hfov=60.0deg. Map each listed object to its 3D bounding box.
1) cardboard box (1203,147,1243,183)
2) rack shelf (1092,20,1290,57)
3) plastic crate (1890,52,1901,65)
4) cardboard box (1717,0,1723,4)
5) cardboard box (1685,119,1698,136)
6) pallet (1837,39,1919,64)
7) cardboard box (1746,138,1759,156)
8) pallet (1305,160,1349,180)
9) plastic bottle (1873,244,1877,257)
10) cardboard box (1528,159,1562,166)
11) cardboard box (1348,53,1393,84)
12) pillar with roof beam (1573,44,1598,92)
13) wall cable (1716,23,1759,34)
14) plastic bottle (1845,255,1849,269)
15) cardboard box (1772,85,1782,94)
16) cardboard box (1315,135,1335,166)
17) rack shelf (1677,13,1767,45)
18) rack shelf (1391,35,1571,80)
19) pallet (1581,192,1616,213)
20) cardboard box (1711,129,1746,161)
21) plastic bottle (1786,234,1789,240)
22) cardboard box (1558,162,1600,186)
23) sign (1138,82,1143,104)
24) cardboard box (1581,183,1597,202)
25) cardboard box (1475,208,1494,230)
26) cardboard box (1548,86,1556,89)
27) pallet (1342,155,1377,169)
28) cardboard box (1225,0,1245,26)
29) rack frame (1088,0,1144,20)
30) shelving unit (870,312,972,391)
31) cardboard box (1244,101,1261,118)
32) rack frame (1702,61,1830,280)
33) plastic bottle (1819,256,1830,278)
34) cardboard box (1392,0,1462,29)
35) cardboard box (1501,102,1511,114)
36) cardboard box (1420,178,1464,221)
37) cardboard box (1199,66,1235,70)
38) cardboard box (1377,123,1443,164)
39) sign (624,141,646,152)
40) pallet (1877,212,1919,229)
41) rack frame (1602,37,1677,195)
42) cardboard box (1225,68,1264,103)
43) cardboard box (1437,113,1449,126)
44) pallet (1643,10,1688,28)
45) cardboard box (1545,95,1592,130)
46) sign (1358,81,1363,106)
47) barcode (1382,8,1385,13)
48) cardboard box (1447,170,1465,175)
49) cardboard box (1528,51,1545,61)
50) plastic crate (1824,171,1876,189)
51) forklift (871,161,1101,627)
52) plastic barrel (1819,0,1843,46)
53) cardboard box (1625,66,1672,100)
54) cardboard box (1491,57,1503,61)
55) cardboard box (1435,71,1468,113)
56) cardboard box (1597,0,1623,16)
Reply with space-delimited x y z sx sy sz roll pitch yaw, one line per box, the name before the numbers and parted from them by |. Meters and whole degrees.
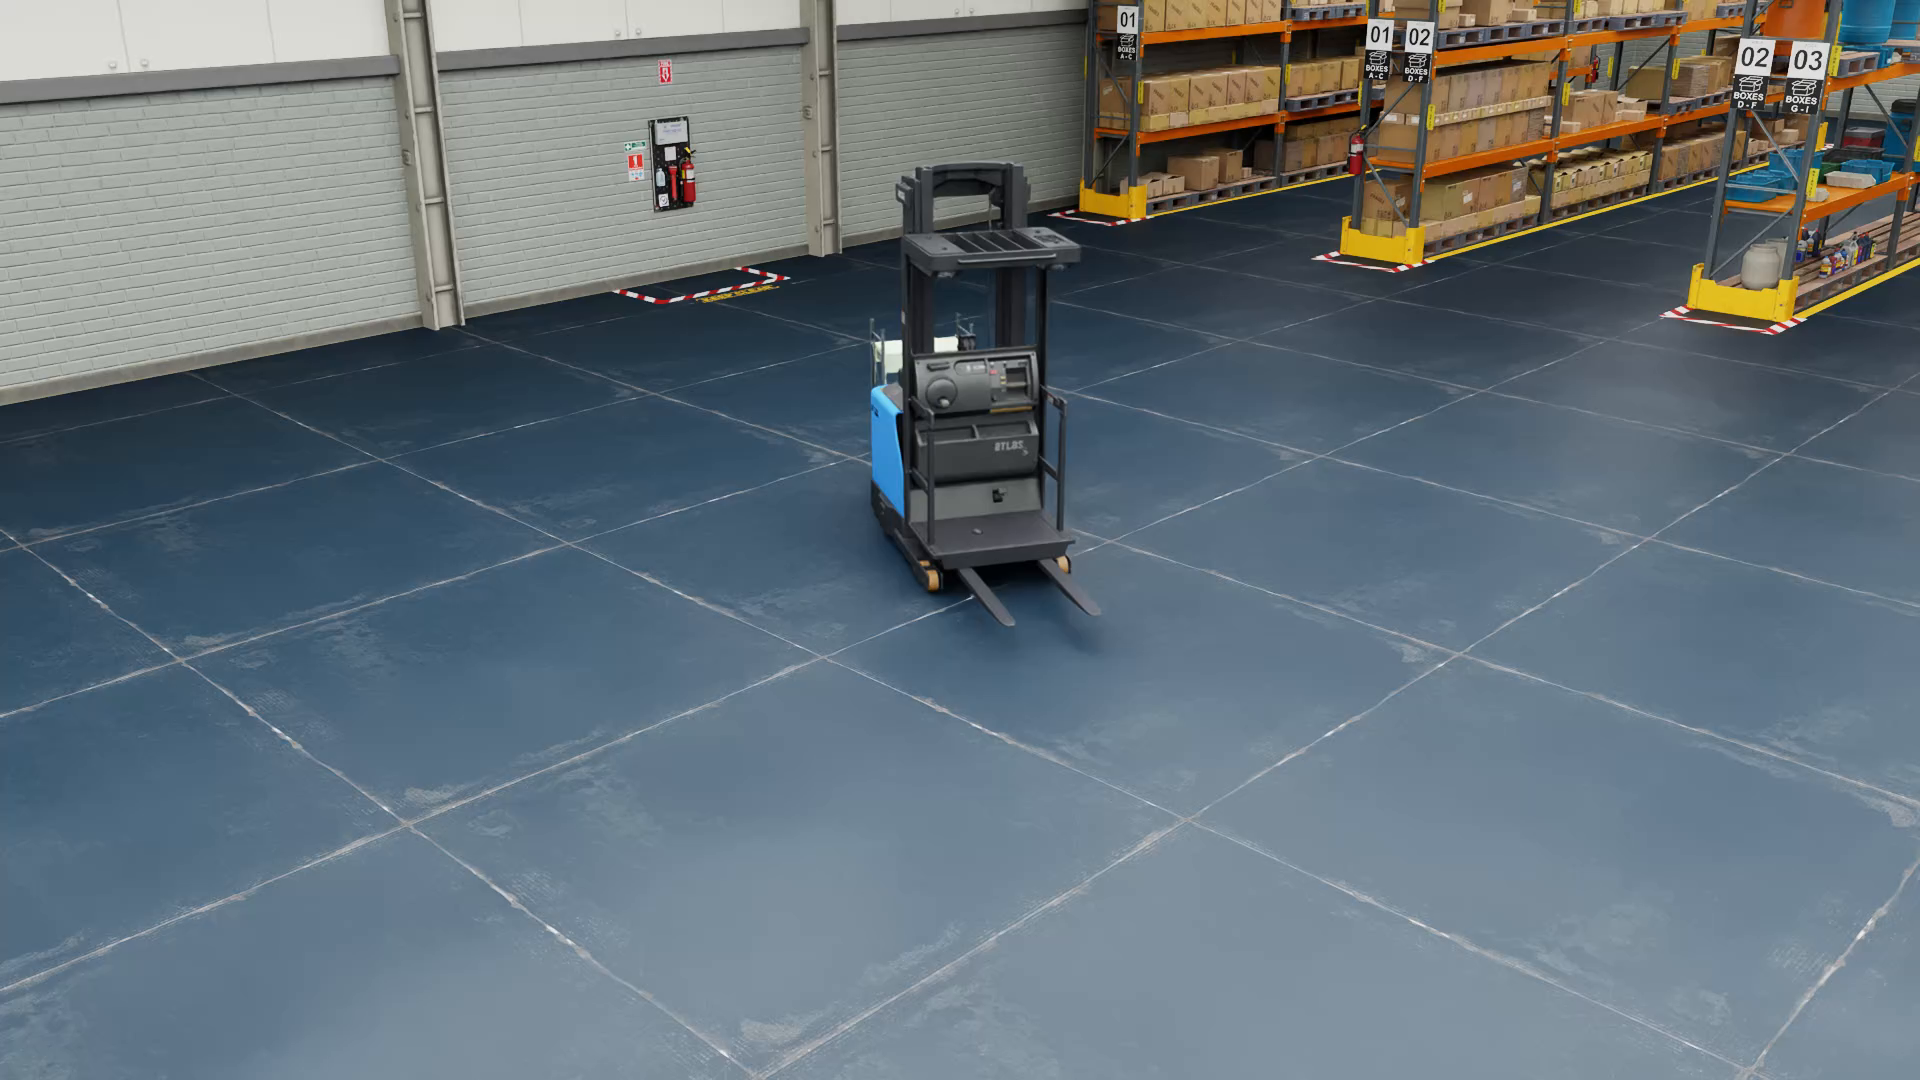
cardboard box | 4.487 -6.419 28.466 0.500 0.500 0.500 17 27 37
rack shelf | 3.788 -8.208 27.070 1.077 0.370 4.000 19 28 41
plastic crate | 11.451 -5.941 20.538 0.243 0.136 0.396 19 28 41
cardboard box | 12.983 -9.710 29.111 0.600 0.600 0.600 18 27 39
cardboard box | 13.106 -7.543 30.345 0.500 0.250 0.500 19 28 41
pallet | 11.848 -6.280 21.315 1.213 0.211 1.003 19 28 41
cardboard box | 14.763 -7.479 31.487 0.500 0.311 0.500 19 28 41
pallet | 6.576 -6.872 30.658 1.003 0.211 1.213 19 28 41
plastic bottle | 12.251 -3.906 22.343 0.097 0.201 0.097 0 21 0
cardboard box | 9.520 -6.032 27.052 0.500 0.311 0.500 19 28 40
cardboard box | 7.652 -8.814 31.074 0.700 0.500 0.500 15 26 35
pillar with roof beam | 17.902 -13.376 35.331 9.100 9.000 0.400 19 28 41
wall cable | 17.756 -13.457 39.872 3.097 2.526 0.112 19 28 41
plastic bottle | 11.500 -3.629 21.623 0.097 0.201 0.097 0 21 0
cardboard box | 15.221 -8.717 31.433 0.500 0.500 0.500 -20 28 -41
cardboard box | 6.394 -7.156 30.382 0.700 0.500 0.500 20 28 41
rack shelf | 12.920 -9.025 29.197 1.077 0.370 4.000 19 28 41
rack shelf | 7.339 -6.969 23.847 1.077 0.370 4.000 19 28 41
pallet | 10.072 -5.631 27.431 1.003 0.211 1.213 19 28 41
cardboard box | 14.177 -7.315 30.796 0.500 0.500 0.500 19 28 40
plastic bottle | 10.992 -3.885 22.081 0.144 0.351 0.185 19 28 40
cardboard box | 9.915 -5.898 26.703 0.500 0.311 0.500 18 27 39
sign | 2.781 -6.898 25.633 0.100 0.325 0.005 19 28 41
cardboard box | 9.910 -5.638 26.809 0.500 0.250 0.500 18 28 39
cardboard box | 7.525 -4.770 24.552 0.500 0.250 0.500 19 28 41
cardboard box | 13.081 -9.951 36.779 0.380 0.149 0.250 20 28 41
pallet | 7.427 -7.184 31.470 1.003 0.211 1.213 19 28 41
cardboard box | 4.286 -8.643 27.033 0.500 0.500 0.500 18 27 39
rack frame | 2.392 -9.430 25.065 1.000 3.000 0.127 19 28 41
shelving unit | -0.320 -1.083 13.801 0.755 1.500 0.431 -6 22 -16
cardboard box | 4.716 -7.273 27.998 0.500 0.250 0.500 19 28 41
rack frame | 9.491 -4.150 19.690 1.000 3.000 0.127 19 28 41
plastic bottle | 10.979 -3.470 21.110 0.097 0.271 0.097 0 21 0
cardboard box | 6.348 -7.247 22.643 0.637 0.503 0.797 -18 27 -38
cardboard box | 7.812 -6.319 24.289 0.250 0.149 0.380 -19 28 -41
cardboard box | 6.825 -4.864 23.751 0.500 0.500 0.500 19 28 41
cardboard box | 4.342 -7.746 28.183 0.500 0.500 0.500 19 28 40
cardboard box | 6.279 -5.554 23.204 0.700 0.500 0.500 19 28 41
sign | -4.126 -5.004 21.125 0.001 0.109 0.331 19 28 41
pallet | 14.503 -4.715 25.048 1.003 0.211 1.213 19 28 41
rack frame | 11.525 -7.447 28.268 1.000 3.000 0.127 19 28 41
cardboard box | 4.730 -7.618 27.850 0.500 0.500 0.500 19 28 40
cardboard box | 6.554 -5.855 23.084 0.380 0.149 0.250 18 28 39
pallet | 11.116 -8.562 27.252 1.003 0.211 1.213 -19 28 -40
cardboard box | 9.650 -6.794 26.431 0.500 0.500 0.500 -18 27 -38
sign | 5.565 -6.181 23.030 0.100 0.325 0.005 19 28 41
barcode | 5.809 -7.260 22.792 0.001 0.075 0.075 19 28 41
cardboard box | 7.142 -5.254 24.766 0.500 0.500 0.500 19 28 41
cardboard box | 11.667 -10.176 34.950 0.980 0.700 0.700 18 28 39
plastic crate | 11.330 -4.574 21.162 0.530 0.136 0.437 19 28 41
forklift | 0.187 -1.146 11.970 1.130 2.935 3.031 -6 22 -16
plastic barrel | 10.195 -6.159 19.888 0.600 0.588 0.600 0 21 0
cardboard box | 11.884 -7.880 28.670 0.700 0.500 0.500 9 23 23
cardboard box | 10.622 -9.727 33.619 0.500 0.500 0.500 19 28 40
cardboard box | 6.679 -6.310 23.362 0.700 0.500 0.500 18 28 39
cardboard box | 10.112 -8.421 26.245 0.500 0.250 0.500 16 26 36
